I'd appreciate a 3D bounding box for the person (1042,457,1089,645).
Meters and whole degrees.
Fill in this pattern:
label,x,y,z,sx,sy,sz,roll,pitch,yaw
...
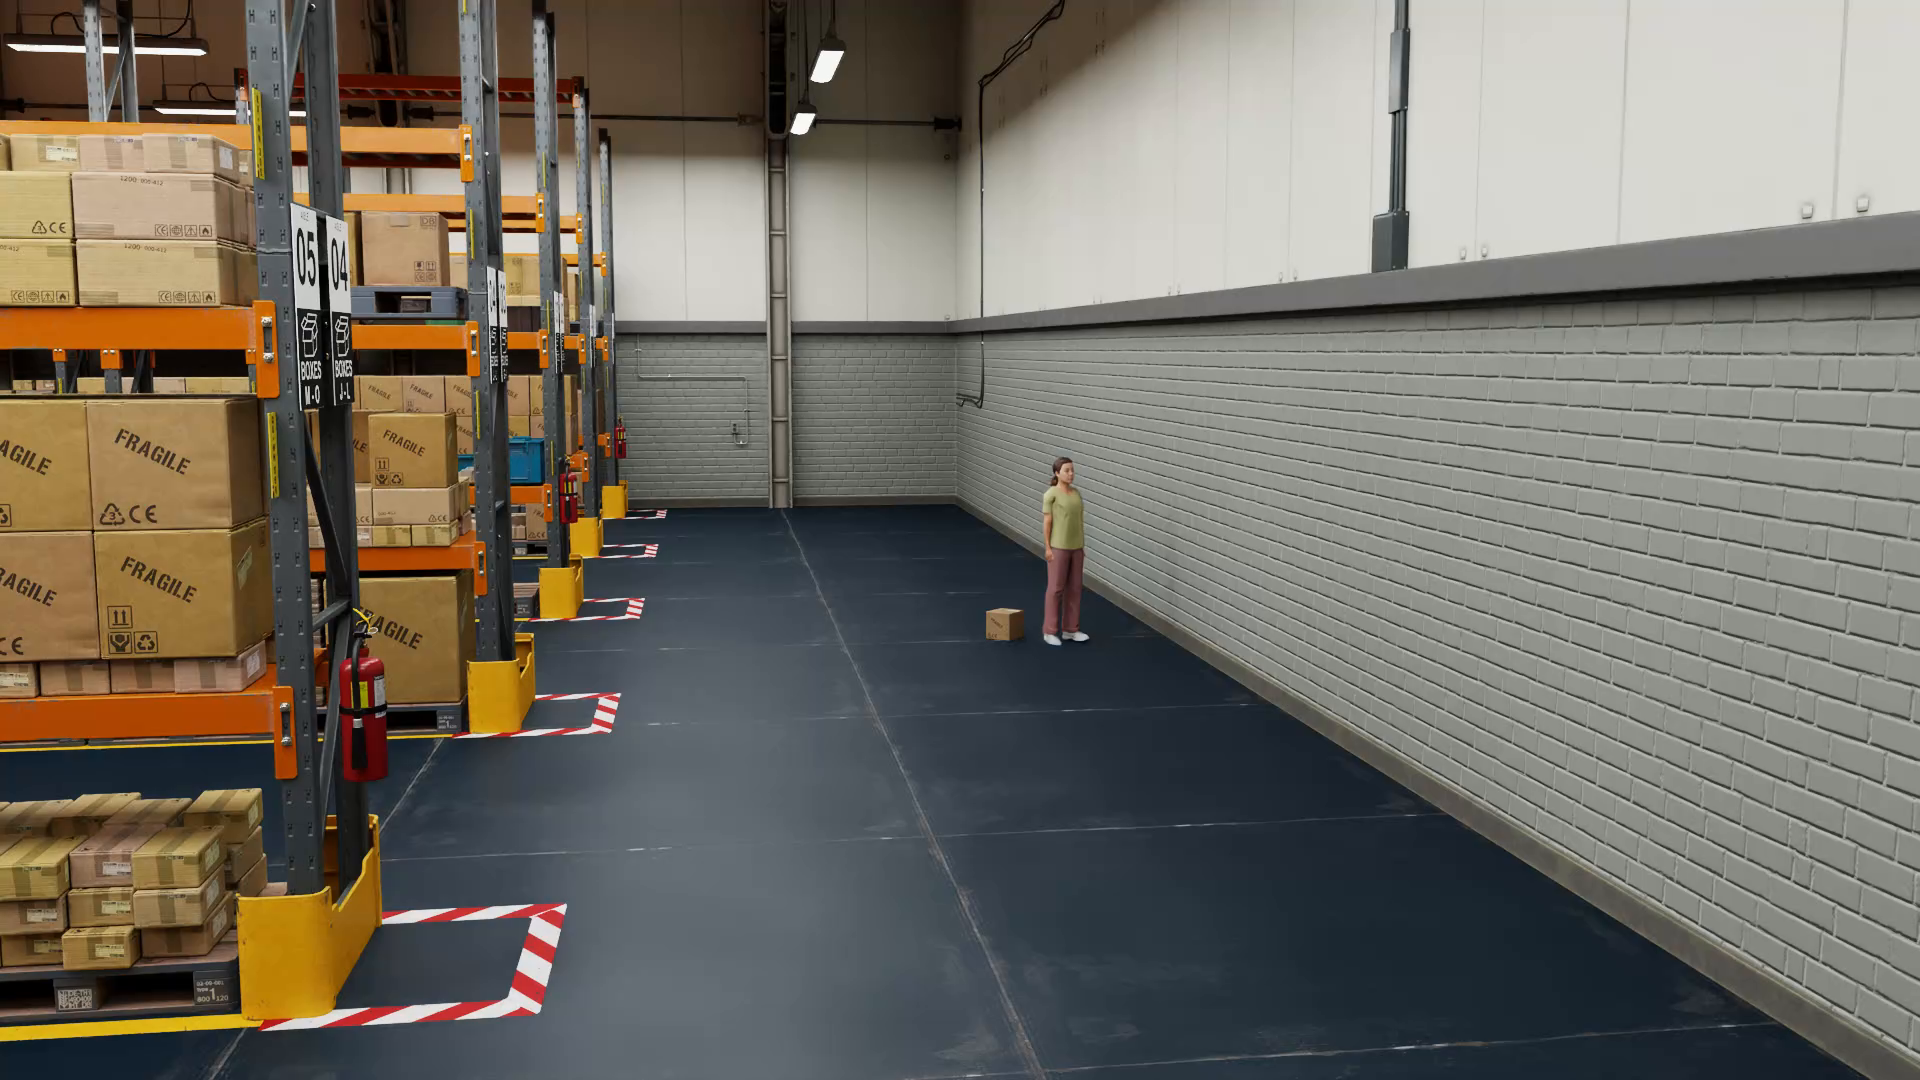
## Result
label,x,y,z,sx,sy,sz,roll,pitch,yaw
person,0.958,0.101,15.050,0.436,1.703,0.387,-5,8,-37
